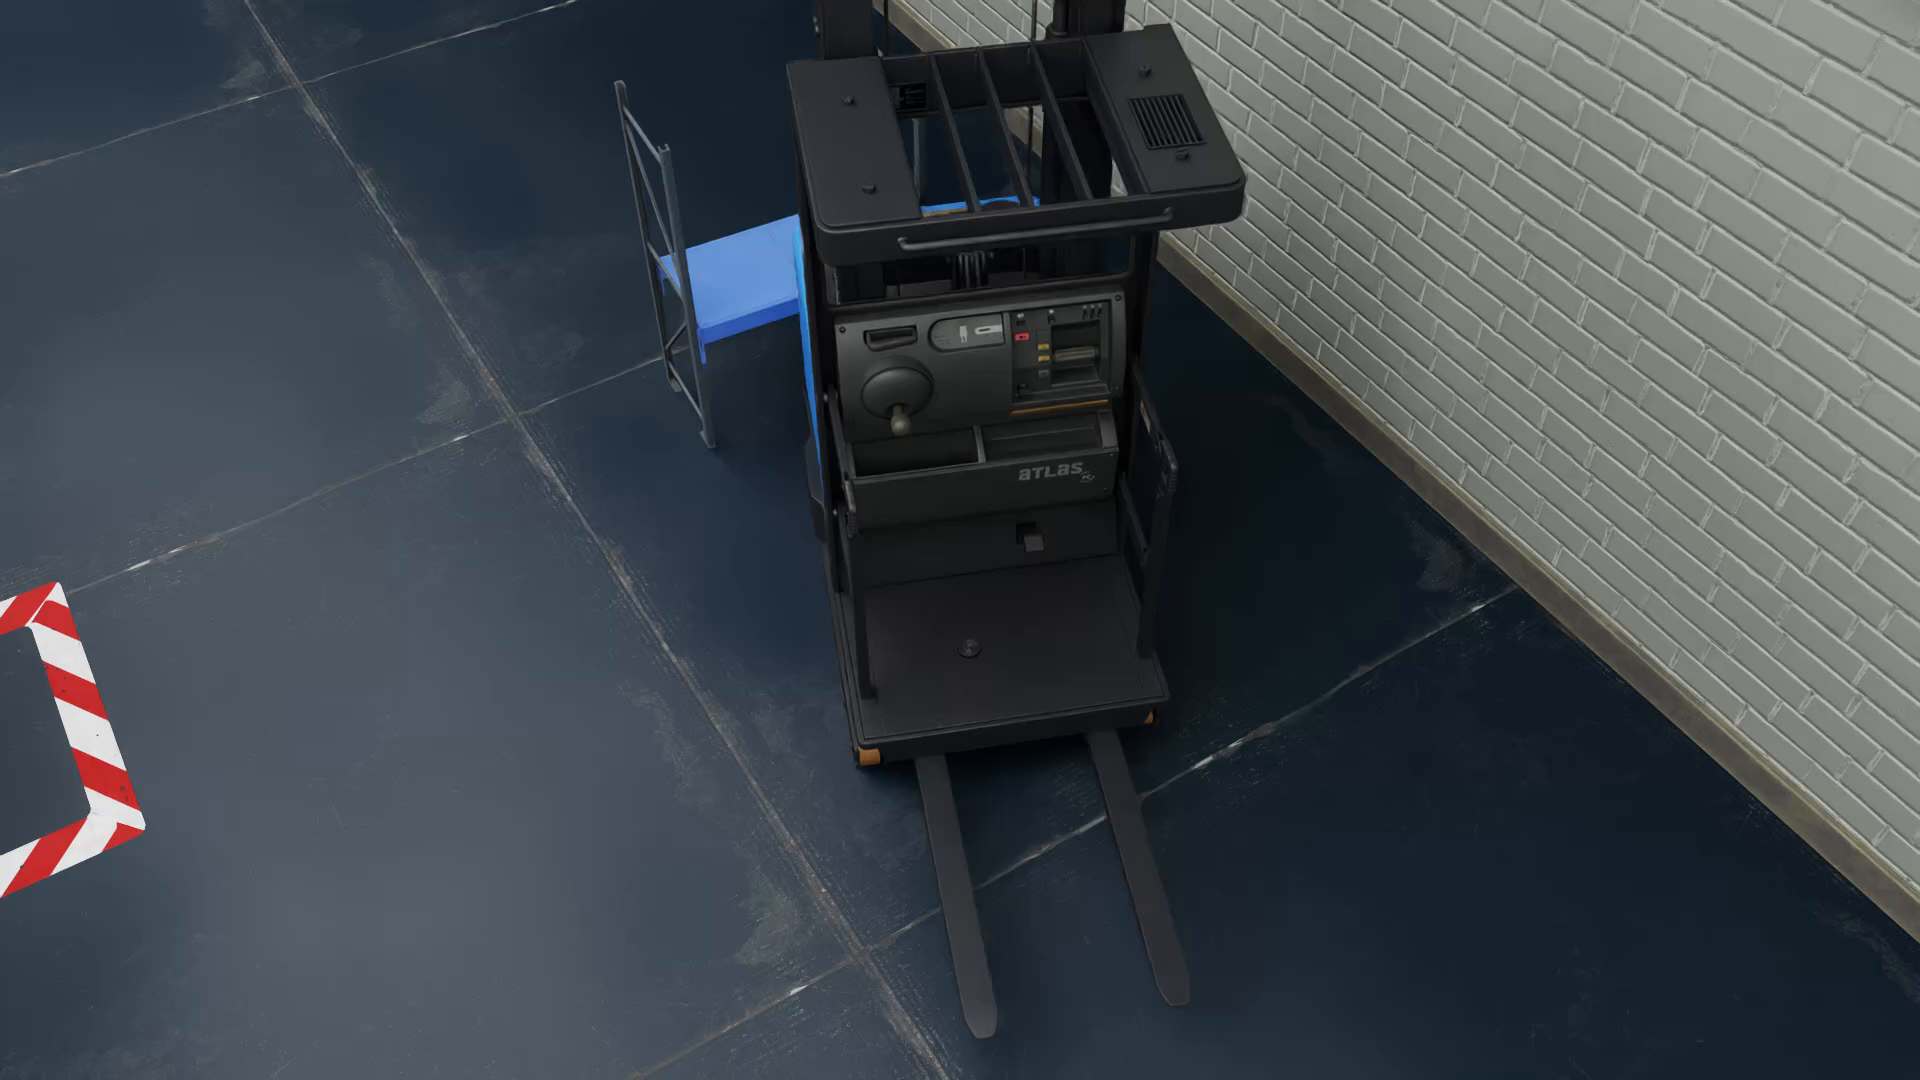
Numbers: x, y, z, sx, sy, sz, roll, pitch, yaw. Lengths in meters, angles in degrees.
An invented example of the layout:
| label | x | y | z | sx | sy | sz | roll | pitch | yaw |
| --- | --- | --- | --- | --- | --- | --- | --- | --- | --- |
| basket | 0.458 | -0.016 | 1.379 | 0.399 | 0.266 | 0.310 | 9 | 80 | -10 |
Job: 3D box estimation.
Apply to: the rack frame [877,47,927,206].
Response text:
| label | x | y | z | sx | sy | sz | roll | pitch | yaw |
| --- | --- | --- | --- | --- | --- | --- | --- | --- | --- |
| rack frame | -0.264 | -1.407 | 6.944 | 0.032 | 1.500 | 0.500 | -22 | 52 | -18 |

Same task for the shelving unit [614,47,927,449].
| label | x | y | z | sx | sy | sz | roll | pitch | yaw |
| --- | --- | --- | --- | --- | --- | --- | --- | --- | --- |
| shelving unit | -0.713 | -1.230 | 6.786 | 1.048 | 1.500 | 0.538 | -22 | 52 | -18 |

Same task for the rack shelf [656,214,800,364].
| label | x | y | z | sx | sy | sz | roll | pitch | yaw |
| --- | --- | --- | --- | --- | --- | --- | --- | --- | --- |
| rack shelf | -0.713 | -1.110 | 6.921 | 1.000 | 0.185 | 0.538 | -22 | 52 | -18 |

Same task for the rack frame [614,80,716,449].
| label | x | y | z | sx | sy | sz | roll | pitch | yaw |
| --- | --- | --- | --- | --- | --- | --- | --- | --- | --- |
| rack frame | -1.163 | -1.053 | 6.628 | 0.032 | 1.500 | 0.500 | -22 | 52 | -18 |

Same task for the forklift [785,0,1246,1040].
| label | x | y | z | sx | sy | sz | roll | pitch | yaw |
| --- | --- | --- | --- | --- | --- | --- | --- | --- | --- |
| forklift | 0.111 | -0.467 | 5.149 | 1.130 | 2.935 | 3.031 | -8 | 49 | -7 |
